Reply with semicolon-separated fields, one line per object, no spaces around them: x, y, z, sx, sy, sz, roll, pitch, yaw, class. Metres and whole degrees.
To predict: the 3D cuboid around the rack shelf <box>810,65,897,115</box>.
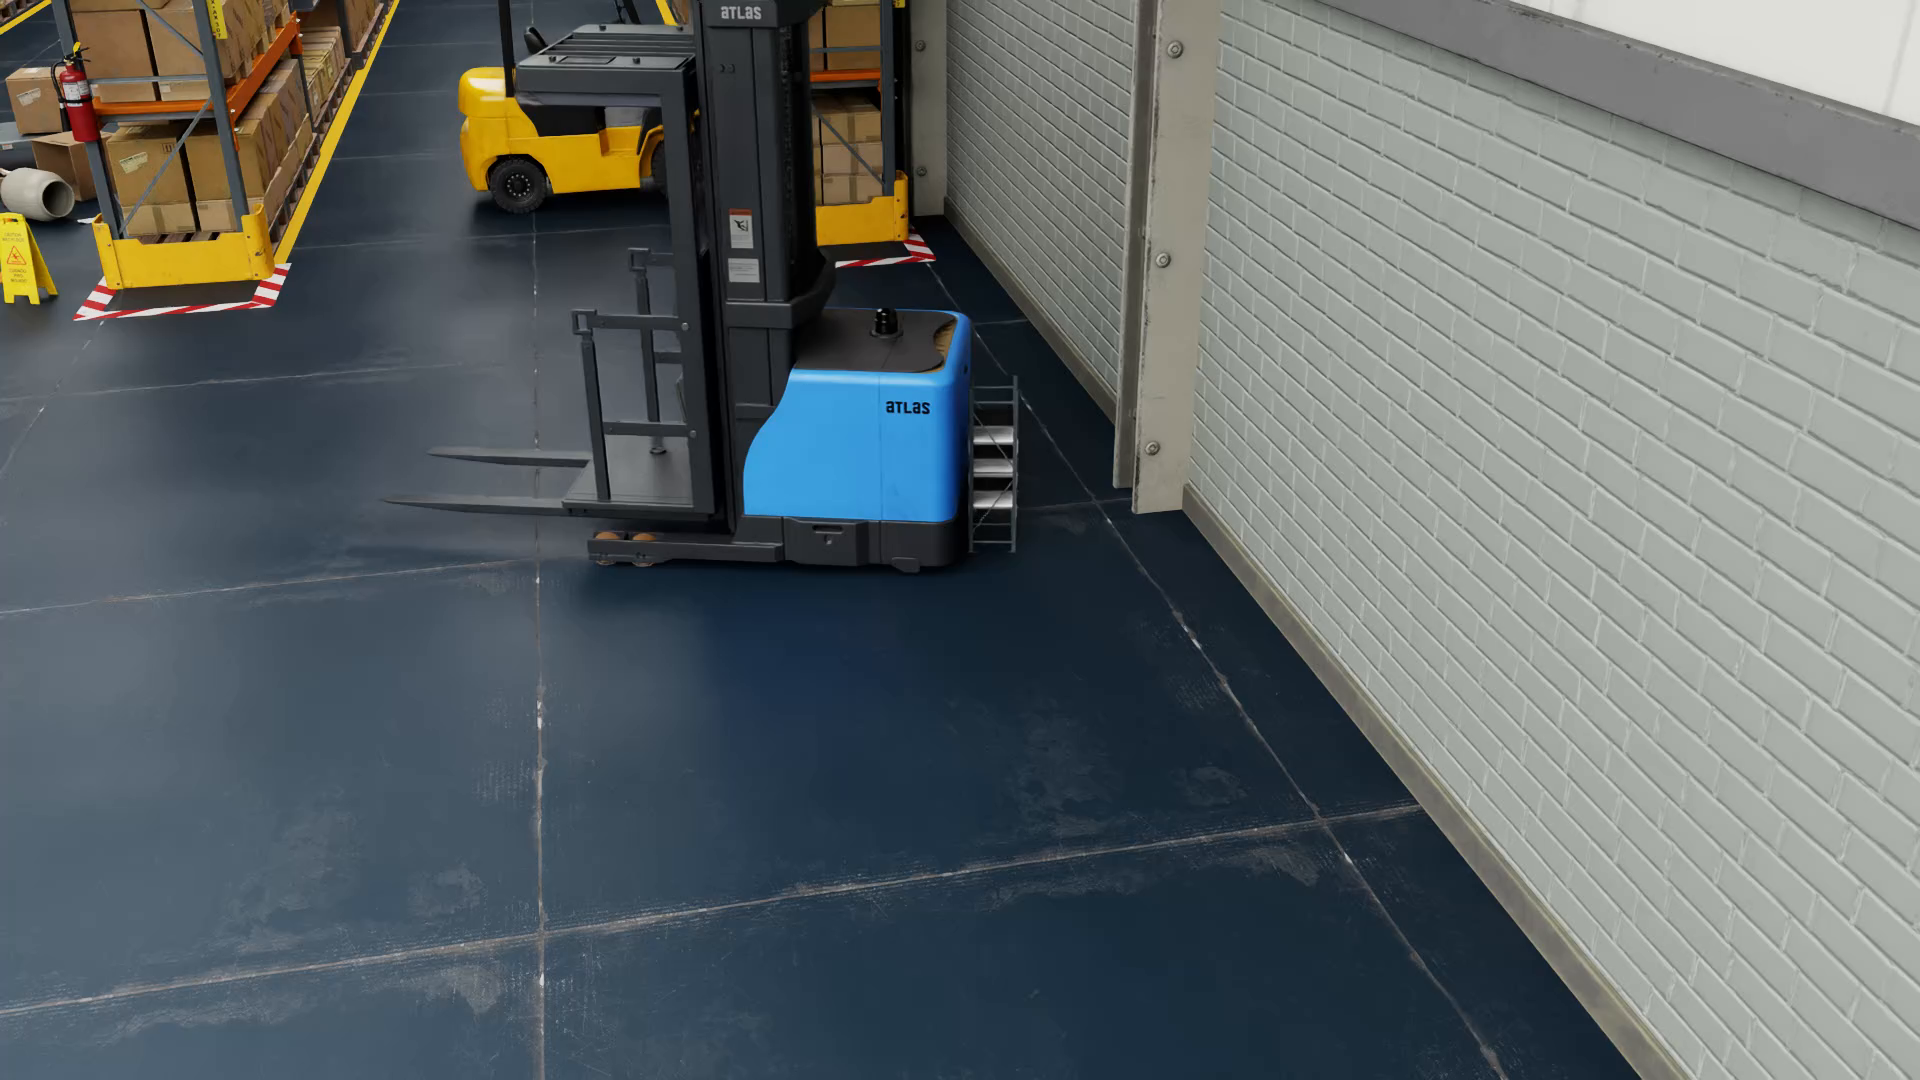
-1.471;-4.377;14.891;1.077;0.370;4.000;-6;27;-12;rack shelf

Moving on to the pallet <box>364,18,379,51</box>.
-8.034;-6.470;21.334;1.003;0.211;1.213;-6;27;-12;pallet

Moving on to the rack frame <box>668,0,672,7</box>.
-3.725;-9.088;23.426;1.000;3.000;0.127;-6;27;-12;rack frame

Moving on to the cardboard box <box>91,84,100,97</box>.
-6.313;-3.445;12.524;0.380;0.149;0.250;-6;27;-12;cardboard box

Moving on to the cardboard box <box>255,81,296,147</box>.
-6.130;-3.686;14.476;0.500;0.500;0.500;-5;27;-9;cardboard box

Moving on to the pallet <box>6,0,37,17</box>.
-13.824;-7.618;23.609;1.003;0.211;1.213;-6;27;-12;pallet

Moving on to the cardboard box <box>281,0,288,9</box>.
-6.414;-5.078;15.040;0.500;0.500;0.500;-7;28;-13;cardboard box

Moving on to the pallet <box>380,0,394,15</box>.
-8.655;-7.679;23.730;1.003;0.211;1.213;-6;27;-12;pallet

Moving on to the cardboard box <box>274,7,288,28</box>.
-6.325;-4.739;15.089;0.380;0.149;0.250;-5;27;-10;cardboard box

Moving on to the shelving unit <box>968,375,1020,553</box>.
0.169;-0.382;8.509;0.258;0.900;0.210;0;27;0;shelving unit

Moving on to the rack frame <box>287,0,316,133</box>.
-6.757;-5.070;15.466;1.000;3.000;0.127;-6;27;-12;rack frame

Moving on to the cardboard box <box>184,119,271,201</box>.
-5.774;-3.002;13.121;0.500;0.500;0.500;-7;28;-13;cardboard box

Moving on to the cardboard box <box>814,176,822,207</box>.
-1.434;-2.954;13.859;0.500;0.250;0.500;-6;27;-11;cardboard box

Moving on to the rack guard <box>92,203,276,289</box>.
-5.873;-2.232;12.617;1.175;0.500;0.348;-6;27;-12;rack guard

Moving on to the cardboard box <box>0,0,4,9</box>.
-13.189;-7.259;22.501;0.380;0.149;0.250;-5;27;-10;cardboard box

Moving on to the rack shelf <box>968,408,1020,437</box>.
0.169;-0.594;8.402;0.258;0.077;0.200;0;27;0;rack shelf

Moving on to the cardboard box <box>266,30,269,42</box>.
-6.127;-4.287;14.193;0.380;0.149;0.250;-6;27;-13;cardboard box

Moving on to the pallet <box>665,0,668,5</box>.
-3.878;-8.145;24.652;1.003;0.211;1.213;-6;27;-12;pallet

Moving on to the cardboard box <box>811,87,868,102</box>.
-1.060;-3.675;14.179;0.500;0.250;0.500;-6;27;-12;cardboard box

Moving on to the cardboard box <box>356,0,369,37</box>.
-7.930;-6.769;20.724;0.875;0.875;0.875;-6;27;-11;cardboard box

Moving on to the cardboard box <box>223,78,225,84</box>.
-5.801;-3.482;12.598;0.380;0.149;0.250;-6;27;-11;cardboard box

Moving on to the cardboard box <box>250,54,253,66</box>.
-5.885;-3.833;13.293;0.380;0.149;0.250;-5;27;-10;cardboard box

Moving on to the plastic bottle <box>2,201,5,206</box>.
-8.293;-3.002;14.629;0.133;0.061;0.283;-1;27;-3;plastic bottle

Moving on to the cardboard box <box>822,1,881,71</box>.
-0.861;-4.110;13.453;0.500;0.500;0.500;-5;27;-10;cardboard box

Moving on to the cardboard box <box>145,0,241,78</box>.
-5.692;-3.728;12.366;0.500;0.500;0.500;-6;27;-12;cardboard box

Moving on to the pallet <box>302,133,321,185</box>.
-6.571;-3.534;15.518;1.003;0.211;1.213;-6;27;-12;pallet

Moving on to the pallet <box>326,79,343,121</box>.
-7.212;-4.704;17.835;1.003;0.211;1.213;-6;27;-12;pallet

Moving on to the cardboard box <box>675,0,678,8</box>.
-3.597;-7.472;22.533;0.500;0.500;0.500;-7;28;-13;cardboard box

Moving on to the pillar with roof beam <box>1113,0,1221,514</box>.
-3.141;-3.824;6.340;9.100;9.000;0.400;-6;27;-12;pillar with roof beam

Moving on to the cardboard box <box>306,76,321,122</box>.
-6.877;-4.315;16.420;0.950;0.372;0.625;-6;27;-11;cardboard box

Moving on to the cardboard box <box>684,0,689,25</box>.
-3.230;-6.788;21.178;0.500;0.500;0.500;-6;27;-12;cardboard box

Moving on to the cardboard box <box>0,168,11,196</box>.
-8.664;-3.274;14.942;0.396;0.266;0.258;19;32;32;cardboard box

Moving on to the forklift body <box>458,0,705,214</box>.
-3.225;-4.088;14.463;2.313;2.155;1.214;-6;27;-12;forklift body

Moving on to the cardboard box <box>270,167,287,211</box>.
-5.875;-2.881;13.715;0.500;0.250;0.500;-5;27;-10;cardboard box

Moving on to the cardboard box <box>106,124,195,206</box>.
-6.290;-2.934;12.988;0.500;0.500;0.500;-6;27;-11;cardboard box

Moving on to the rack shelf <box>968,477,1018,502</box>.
0.169;-0.272;8.564;0.258;0.077;0.200;0;27;0;rack shelf

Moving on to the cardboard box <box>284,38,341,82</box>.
-7.367;-5.268;18.309;0.950;0.372;0.625;-6;27;-13;cardboard box

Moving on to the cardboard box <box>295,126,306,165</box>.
-6.232;-3.565;15.070;0.500;0.250;0.500;-7;28;-13;cardboard box

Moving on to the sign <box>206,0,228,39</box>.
-5.327;-3.756;11.902;0.100;0.325;0.005;-6;27;-12;sign

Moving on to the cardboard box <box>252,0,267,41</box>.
-6.050;-4.401;13.699;0.500;0.500;0.500;-7;28;-13;cardboard box

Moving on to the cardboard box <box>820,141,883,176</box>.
-0.924;-3.231;13.852;0.500;0.250;0.500;-5;27;-11;cardboard box

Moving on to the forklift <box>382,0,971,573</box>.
-1.480;-1.405;8.281;3.031;2.935;1.130;2;27;5;forklift
